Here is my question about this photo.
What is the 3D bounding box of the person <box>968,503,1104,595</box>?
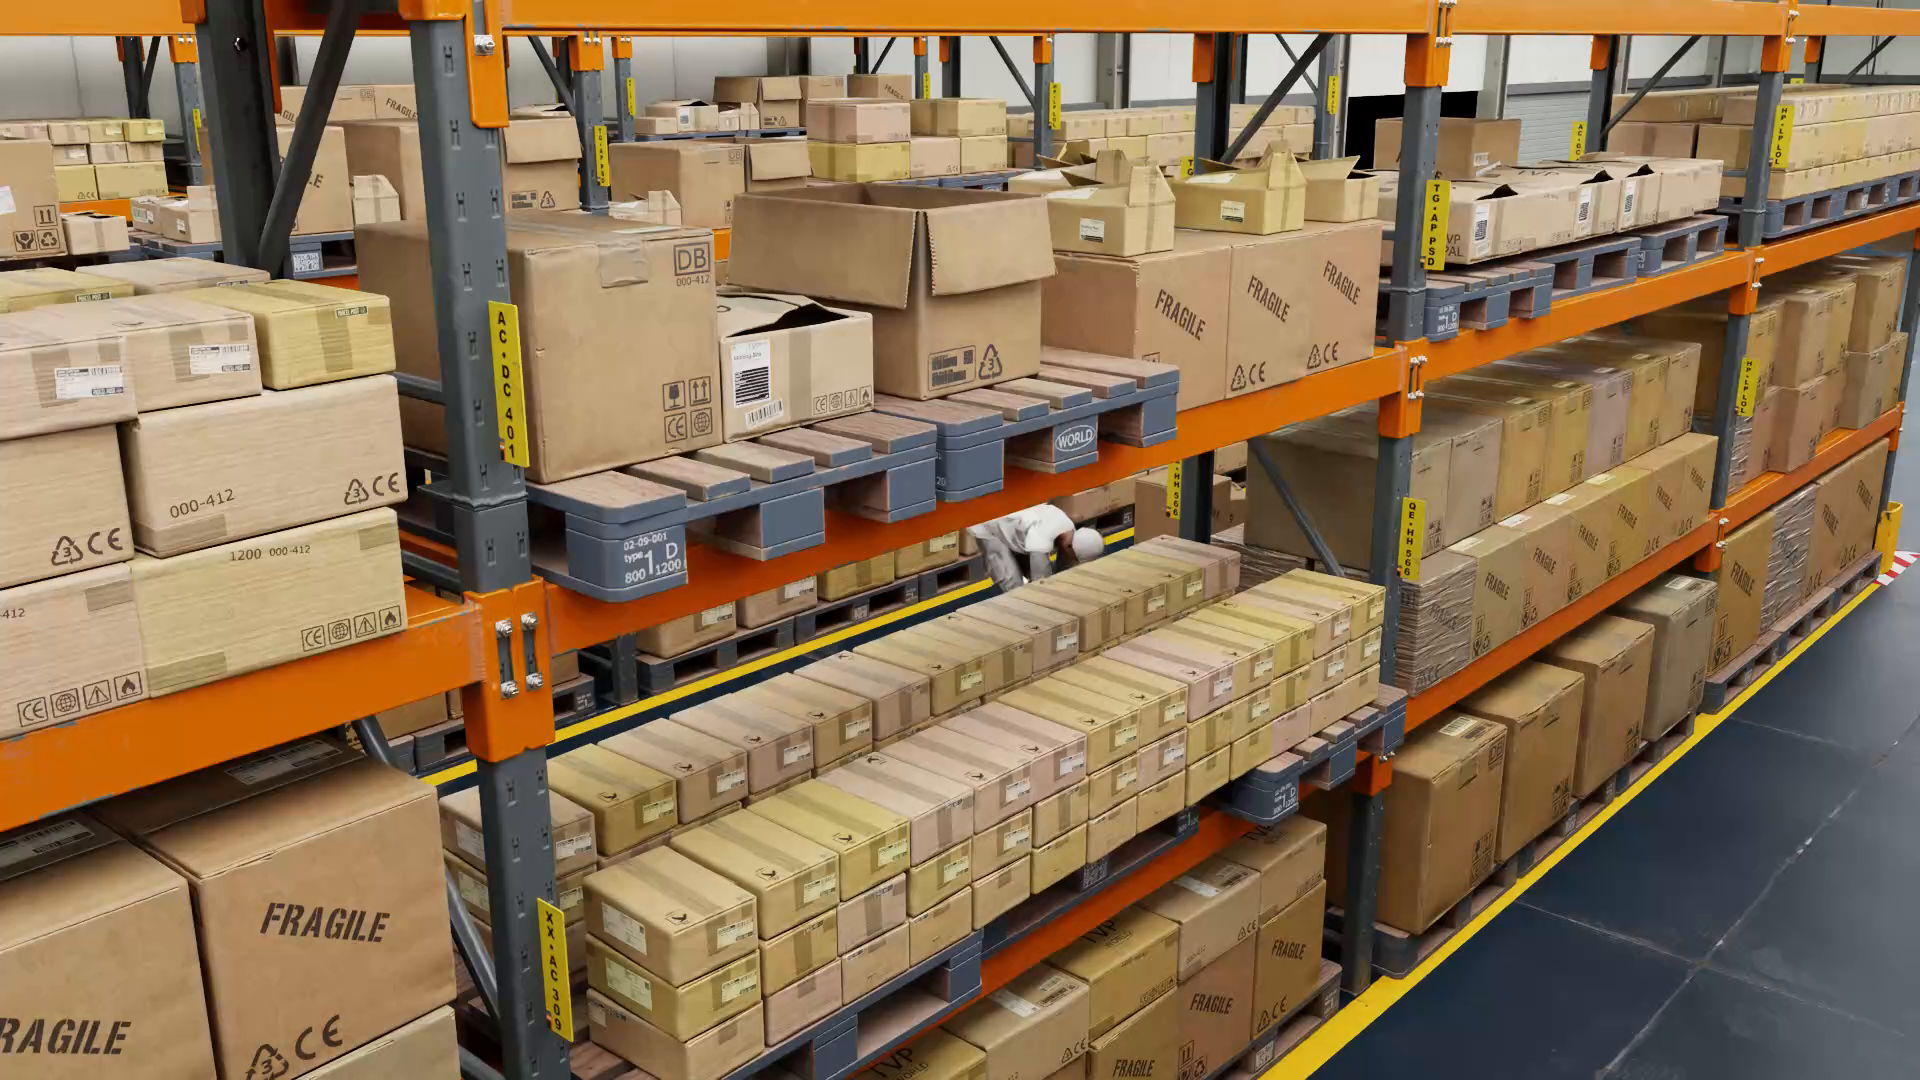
[{"bbox_3d":[0.513,0.262,10.876,0.991,1.063,0.504,13,21,36],"label":"person"}]
